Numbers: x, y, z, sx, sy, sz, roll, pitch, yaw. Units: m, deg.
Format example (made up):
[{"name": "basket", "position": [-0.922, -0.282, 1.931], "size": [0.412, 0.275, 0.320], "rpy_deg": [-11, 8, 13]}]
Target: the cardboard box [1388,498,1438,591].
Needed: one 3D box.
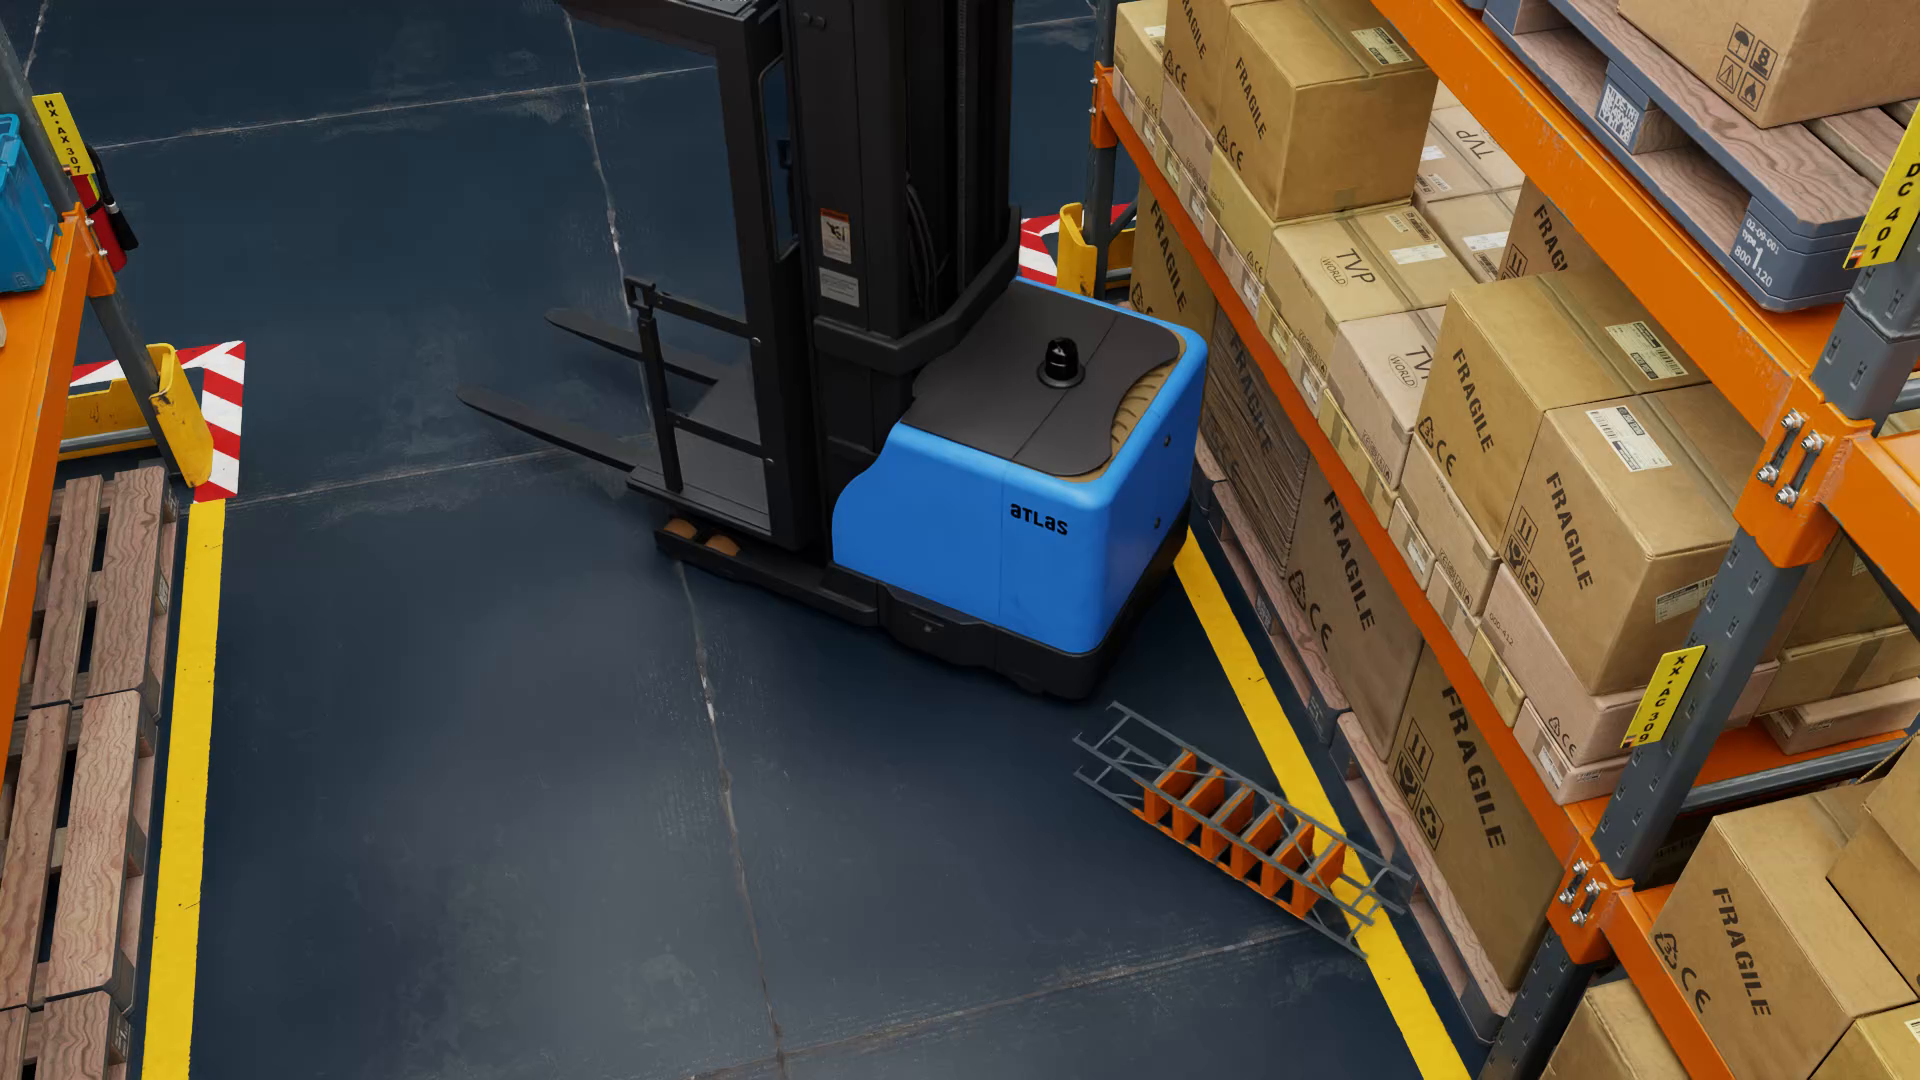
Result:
[{"name": "cardboard box", "position": [1.483, -0.019, 4.845], "size": [0.380, 0.149, 0.250], "rpy_deg": [-10, 46, -10]}]

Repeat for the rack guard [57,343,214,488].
[{"name": "rack guard", "position": [-3.756, -0.419, 6.811], "size": [1.175, 0.500, 0.348], "rpy_deg": [-11, 47, -10]}]

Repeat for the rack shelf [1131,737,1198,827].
[{"name": "rack shelf", "position": [0.710, 0.836, 5.758], "size": [0.103, 0.180, 0.258], "rpy_deg": [29, 52, 32]}]

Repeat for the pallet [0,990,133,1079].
[{"name": "pallet", "position": [-2.939, 1.957, 4.684], "size": [1.003, 0.211, 1.213], "rpy_deg": [-11, 47, -10]}]

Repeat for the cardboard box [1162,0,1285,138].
[{"name": "cardboard box", "position": [1.041, -1.774, 5.760], "size": [0.500, 0.500, 0.500], "rpy_deg": [-12, 47, -11]}]

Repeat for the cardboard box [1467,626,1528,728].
[{"name": "cardboard box", "position": [1.614, 0.335, 4.497], "size": [0.380, 0.149, 0.250], "rpy_deg": [-10, 46, -10]}]

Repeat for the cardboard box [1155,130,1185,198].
[{"name": "cardboard box", "position": [0.956, -1.439, 6.236], "size": [0.380, 0.149, 0.250], "rpy_deg": [-12, 47, -11]}]

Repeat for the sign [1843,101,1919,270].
[{"name": "sign", "position": [1.539, -0.580, 2.701], "size": [0.100, 0.325, 0.005], "rpy_deg": [-11, 47, -10]}]

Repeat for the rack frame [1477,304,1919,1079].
[{"name": "rack frame", "position": [2.075, 0.576, 4.085], "size": [1.000, 3.000, 0.127], "rpy_deg": [-11, 47, -10]}]

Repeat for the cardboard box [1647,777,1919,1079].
[{"name": "cardboard box", "position": [1.951, 0.904, 3.694], "size": [0.500, 0.500, 0.500], "rpy_deg": [-11, 47, -10]}]

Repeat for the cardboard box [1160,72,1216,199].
[{"name": "cardboard box", "position": [1.052, -1.499, 6.015], "size": [0.500, 0.250, 0.500], "rpy_deg": [-11, 47, -11]}]

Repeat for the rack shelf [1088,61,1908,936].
[{"name": "rack shelf", "position": [1.563, -0.553, 5.695], "size": [1.077, 0.370, 4.000], "rpy_deg": [-11, 47, -10]}]

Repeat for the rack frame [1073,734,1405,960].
[{"name": "rack frame", "position": [0.927, 1.022, 5.670], "size": [1.200, 0.006, 0.240], "rpy_deg": [29, 52, 32]}]

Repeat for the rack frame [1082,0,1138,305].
[{"name": "rack frame", "position": [1.051, -2.186, 6.792], "size": [1.000, 3.000, 0.127], "rpy_deg": [-11, 47, -10]}]

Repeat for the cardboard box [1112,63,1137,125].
[{"name": "cardboard box", "position": [0.823, -1.792, 6.582], "size": [0.380, 0.149, 0.250], "rpy_deg": [-10, 46, -10]}]

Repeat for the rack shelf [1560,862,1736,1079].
[{"name": "rack shelf", "position": [2.587, 2.209, 2.989], "size": [1.077, 0.370, 4.000], "rpy_deg": [-11, 47, -10]}]

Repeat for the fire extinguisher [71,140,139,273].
[{"name": "fire extinguisher", "position": [-3.336, -1.310, 6.249], "size": [0.296, 0.674, 0.183], "rpy_deg": [-11, 47, -10]}]

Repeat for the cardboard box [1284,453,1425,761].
[{"name": "cardboard box", "position": [1.753, 0.081, 5.764], "size": [0.875, 0.875, 0.875], "rpy_deg": [-11, 47, -10]}]

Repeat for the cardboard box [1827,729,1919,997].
[{"name": "cardboard box", "position": [2.247, 0.629, 3.261], "size": [0.797, 0.503, 0.637], "rpy_deg": [-12, 47, -11]}]

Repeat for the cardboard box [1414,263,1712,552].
[{"name": "cardboard box", "position": [1.575, -0.353, 4.368], "size": [0.500, 0.500, 0.500], "rpy_deg": [-10, 46, -10]}]

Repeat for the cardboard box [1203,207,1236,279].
[{"name": "cardboard box", "position": [1.088, -1.083, 5.887], "size": [0.380, 0.149, 0.250], "rpy_deg": [-12, 47, -11]}]

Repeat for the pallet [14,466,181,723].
[{"name": "pallet", "position": [-3.563, 0.272, 6.335], "size": [1.003, 0.211, 1.213], "rpy_deg": [-11, 47, -10]}]

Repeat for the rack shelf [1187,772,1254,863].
[{"name": "rack shelf", "position": [0.888, 0.936, 5.632], "size": [0.103, 0.180, 0.258], "rpy_deg": [29, 52, 32]}]

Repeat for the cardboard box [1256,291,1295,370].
[{"name": "cardboard box", "position": [1.218, -0.731, 5.542], "size": [0.380, 0.149, 0.250], "rpy_deg": [-12, 47, -11]}]

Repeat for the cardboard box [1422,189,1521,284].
[{"name": "cardboard box", "position": [1.829, -0.891, 5.419], "size": [0.500, 0.250, 0.500], "rpy_deg": [-11, 47, -10]}]

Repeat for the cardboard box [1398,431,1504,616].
[{"name": "cardboard box", "position": [1.574, -0.089, 4.634], "size": [0.500, 0.250, 0.500], "rpy_deg": [-9, 46, -9]}]

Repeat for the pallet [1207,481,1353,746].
[{"name": "pallet", "position": [1.640, 0.169, 6.437], "size": [1.003, 0.211, 1.213], "rpy_deg": [-11, 47, -10]}]

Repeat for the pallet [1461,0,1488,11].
[{"name": "pallet", "position": [1.567, -1.850, 4.425], "size": [1.003, 0.211, 1.213], "rpy_deg": [-11, 47, -10]}]

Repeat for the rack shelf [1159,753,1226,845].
[{"name": "rack shelf", "position": [0.799, 0.886, 5.695], "size": [0.103, 0.180, 0.258], "rpy_deg": [29, 52, 32]}]

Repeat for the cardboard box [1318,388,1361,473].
[{"name": "cardboard box", "position": [1.351, -0.374, 5.192], "size": [0.380, 0.149, 0.250], "rpy_deg": [-11, 47, -11]}]

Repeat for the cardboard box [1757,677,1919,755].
[{"name": "cardboard box", "position": [2.321, 0.399, 4.435], "size": [0.380, 0.149, 0.250], "rpy_deg": [-11, 47, -10]}]

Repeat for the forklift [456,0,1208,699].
[{"name": "forklift", "position": [-0.641, -1.197, 5.871], "size": [3.031, 2.935, 1.130], "rpy_deg": [20, 49, 19]}]

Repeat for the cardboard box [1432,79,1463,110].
[{"name": "cardboard box", "position": [1.561, -1.601, 6.115], "size": [0.500, 0.250, 0.500], "rpy_deg": [-11, 47, -11]}]

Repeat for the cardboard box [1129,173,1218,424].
[{"name": "cardboard box", "position": [1.292, -1.162, 6.982], "size": [0.875, 0.875, 0.875], "rpy_deg": [-11, 47, -10]}]

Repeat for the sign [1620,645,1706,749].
[{"name": "sign", "position": [1.539, 0.348, 3.647], "size": [0.100, 0.325, 0.005], "rpy_deg": [-11, 47, -10]}]

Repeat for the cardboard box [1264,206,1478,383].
[{"name": "cardboard box", "position": [1.316, -0.792, 5.323], "size": [0.500, 0.250, 0.500], "rpy_deg": [-12, 47, -11]}]

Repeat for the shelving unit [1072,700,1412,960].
[{"name": "shelving unit", "position": [0.921, 0.954, 5.608], "size": [1.200, 0.189, 0.258], "rpy_deg": [29, 52, 32]}]

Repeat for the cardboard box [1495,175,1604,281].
[{"name": "cardboard box", "position": [1.943, -0.815, 4.821], "size": [0.500, 0.500, 0.500], "rpy_deg": [-12, 47, -12]}]

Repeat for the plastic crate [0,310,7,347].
[{"name": "plastic crate", "position": [-3.353, -0.679, 5.458], "size": [0.396, 0.136, 0.243], "rpy_deg": [-11, 47, -10]}]
